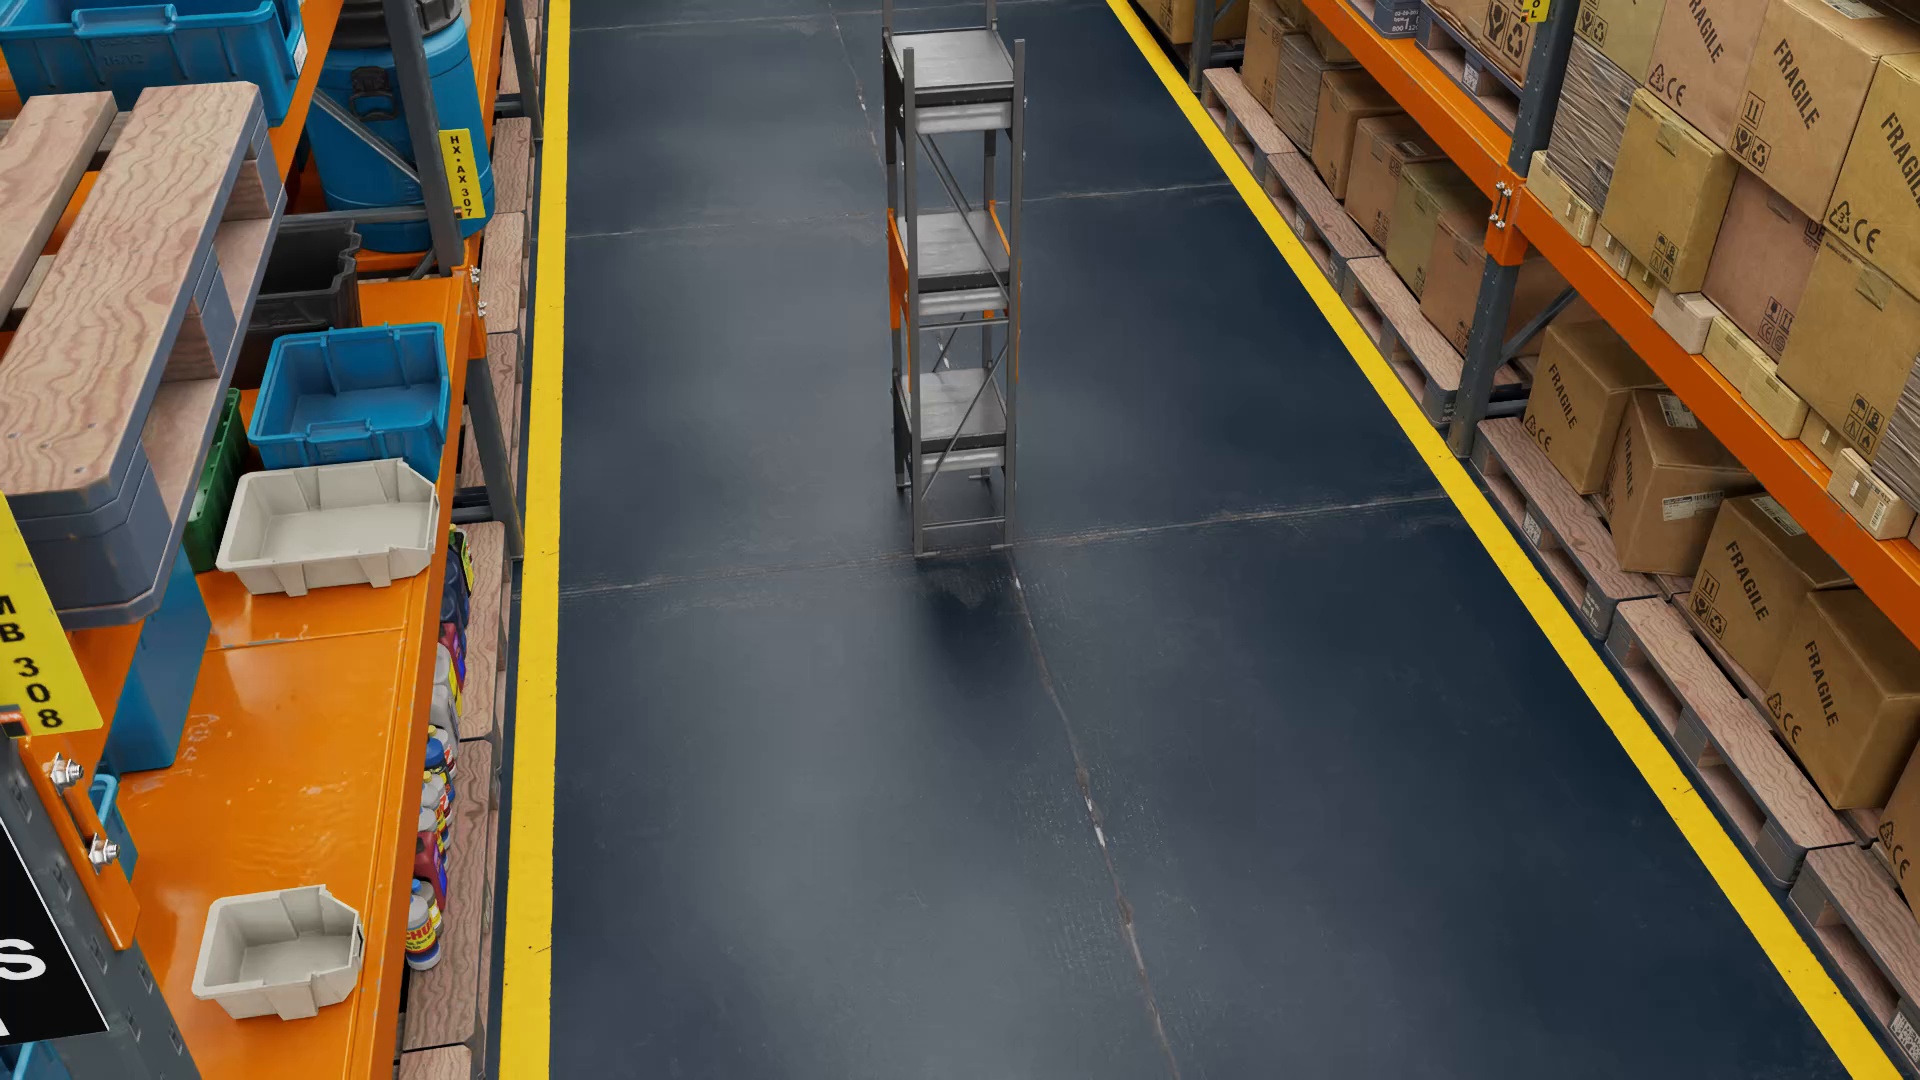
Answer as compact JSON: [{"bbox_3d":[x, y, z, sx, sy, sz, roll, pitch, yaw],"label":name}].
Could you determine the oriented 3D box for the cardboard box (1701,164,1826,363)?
[{"bbox_3d":[2.889,-0.901,5.141,0.875,0.500,0.500,-6,38,-8],"label":"cardboard box"}]

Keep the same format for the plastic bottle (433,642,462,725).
[{"bbox_3d":[-1.759,0.454,5.521,0.144,0.351,0.185,-6,38,-8],"label":"plastic bottle"}]

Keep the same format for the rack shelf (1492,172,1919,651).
[{"bbox_3d":[2.981,-0.128,5.056,1.077,0.370,4.000,-6,38,-8],"label":"rack shelf"}]

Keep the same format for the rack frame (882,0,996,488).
[{"bbox_3d":[-0.072,-1.077,6.424,0.400,2.100,0.015,-6,38,-8],"label":"rack frame"}]

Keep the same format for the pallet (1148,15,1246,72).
[{"bbox_3d":[1.865,-3.419,10.979,1.003,0.211,1.213,-6,38,-8],"label":"pallet"}]

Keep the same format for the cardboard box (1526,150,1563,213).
[{"bbox_3d":[2.372,-1.358,6.258,0.380,0.149,0.250,-6,38,-8],"label":"cardboard box"}]

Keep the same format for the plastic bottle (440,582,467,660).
[{"bbox_3d":[-1.815,0.259,5.772,0.144,0.351,0.185,-8,39,-10],"label":"plastic bottle"}]

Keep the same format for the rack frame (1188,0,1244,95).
[{"bbox_3d":[1.929,-4.036,9.500,1.000,3.000,0.127,-6,38,-8],"label":"rack frame"}]

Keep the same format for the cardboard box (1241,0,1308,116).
[{"bbox_3d":[2.067,-2.820,9.614,0.700,0.500,0.500,-8,39,-10],"label":"cardboard box"}]

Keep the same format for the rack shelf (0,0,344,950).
[{"bbox_3d":[-1.895,-0.780,3.450,1.077,0.370,4.000,-6,38,-8],"label":"rack shelf"}]

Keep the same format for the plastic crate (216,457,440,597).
[{"bbox_3d":[-1.711,-0.029,4.558,0.530,0.136,0.437,-6,38,-8],"label":"plastic crate"}]

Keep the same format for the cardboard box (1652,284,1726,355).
[{"bbox_3d":[2.531,-0.753,5.478,0.380,0.149,0.250,-6,38,-8],"label":"cardboard box"}]

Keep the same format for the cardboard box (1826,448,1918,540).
[{"bbox_3d":[2.712,-0.149,4.702,0.380,0.149,0.250,-6,38,-8],"label":"cardboard box"}]

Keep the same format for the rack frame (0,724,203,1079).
[{"bbox_3d":[-1.541,1.329,2.595,0.949,2.616,0.053,-6,38,-8],"label":"rack frame"}]

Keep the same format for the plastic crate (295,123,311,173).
[{"bbox_3d":[-2.745,-1.714,6.524,0.392,0.384,0.575,-6,38,-8],"label":"plastic crate"}]

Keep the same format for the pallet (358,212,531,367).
[{"bbox_3d":[-2.639,-1.194,8.115,1.003,0.211,1.213,-6,38,-8],"label":"pallet"}]

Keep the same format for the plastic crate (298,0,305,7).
[{"bbox_3d":[-1.566,-1.241,3.673,0.243,0.136,0.396,-6,38,-8],"label":"plastic crate"}]

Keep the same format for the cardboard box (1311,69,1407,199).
[{"bbox_3d":[2.283,-2.145,8.744,0.700,0.500,0.500,-3,38,-4],"label":"cardboard box"}]

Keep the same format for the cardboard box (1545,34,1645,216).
[{"bbox_3d":[2.649,-1.498,5.910,0.875,0.500,0.500,-6,38,-8],"label":"cardboard box"}]

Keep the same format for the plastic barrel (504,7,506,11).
[{"bbox_3d":[-3.247,-3.692,10.681,0.600,0.588,0.708,-6,38,-8],"label":"plastic barrel"}]

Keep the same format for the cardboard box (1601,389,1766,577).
[{"bbox_3d":[2.769,-0.207,6.267,0.500,0.500,0.500,5,38,7],"label":"cardboard box"}]

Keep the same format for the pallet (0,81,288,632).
[{"bbox_3d":[-1.593,-0.291,2.389,1.003,0.211,1.213,-6,38,-8],"label":"pallet"}]

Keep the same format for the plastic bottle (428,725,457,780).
[{"bbox_3d":[-1.686,0.680,5.352,0.097,0.201,0.097,0,38,0],"label":"plastic bottle"}]

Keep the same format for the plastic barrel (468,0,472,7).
[{"bbox_3d":[-2.482,-2.694,7.682,0.421,0.512,0.421,0,38,0],"label":"plastic barrel"}]

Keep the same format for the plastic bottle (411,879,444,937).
[{"bbox_3d":[-1.573,1.069,4.851,0.097,0.201,0.097,0,38,0],"label":"plastic bottle"}]

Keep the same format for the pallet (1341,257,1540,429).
[{"bbox_3d":[2.493,-0.989,7.851,1.003,0.211,1.213,-6,38,-8],"label":"pallet"}]

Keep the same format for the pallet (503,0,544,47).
[{"bbox_3d":[-3.337,-3.609,11.223,1.003,0.211,1.213,-6,38,-8],"label":"pallet"}]

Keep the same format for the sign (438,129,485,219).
[{"bbox_3d":[-1.702,-1.249,5.687,0.100,0.325,0.005,-6,38,-8],"label":"sign"}]

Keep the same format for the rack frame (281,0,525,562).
[{"bbox_3d":[-2.246,-1.087,5.704,1.000,3.000,0.127,-6,38,-8],"label":"rack frame"}]

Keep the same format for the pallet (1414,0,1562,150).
[{"bbox_3d":[2.640,-2.021,7.063,1.003,0.211,1.213,-6,38,-8],"label":"pallet"}]

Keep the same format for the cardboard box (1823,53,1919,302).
[{"bbox_3d":[2.734,-0.968,4.412,0.500,0.500,0.500,-6,38,-8],"label":"cardboard box"}]

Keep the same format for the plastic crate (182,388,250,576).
[{"bbox_3d":[-2.285,-0.153,4.675,0.450,0.188,0.662,-6,38,-8],"label":"plastic crate"}]

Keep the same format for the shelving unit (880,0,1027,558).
[{"bbox_3d":[-0.029,-0.929,6.235,0.431,2.100,0.503,-6,38,-8],"label":"shelving unit"}]

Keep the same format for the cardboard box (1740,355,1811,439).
[{"bbox_3d":[2.648,-0.454,5.094,0.380,0.149,0.250,-6,38,-8],"label":"cardboard box"}]

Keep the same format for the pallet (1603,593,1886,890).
[{"bbox_3d":[3.001,0.622,5.778,1.003,0.211,1.213,-6,38,-8],"label":"pallet"}]

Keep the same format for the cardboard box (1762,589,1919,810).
[{"bbox_3d":[3.009,0.501,5.355,0.500,0.500,0.500,-3,38,-4],"label":"cardboard box"}]

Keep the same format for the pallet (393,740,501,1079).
[{"bbox_3d":[-1.952,1.163,5.081,1.003,0.211,1.213,-6,38,-8],"label":"pallet"}]

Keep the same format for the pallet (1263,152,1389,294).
[{"bbox_3d":[2.276,-1.727,8.801,1.003,0.211,1.213,-6,38,-8],"label":"pallet"}]

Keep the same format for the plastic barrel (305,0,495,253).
[{"bbox_3d":[-2.015,-1.551,5.893,0.600,0.901,0.708,-6,38,-8],"label":"plastic barrel"}]

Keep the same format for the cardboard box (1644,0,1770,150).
[{"bbox_3d":[2.548,-1.571,5.188,0.500,0.500,0.500,-6,38,-8],"label":"cardboard box"}]

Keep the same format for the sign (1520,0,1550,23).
[{"bbox_3d":[2.085,-2.015,5.955,0.100,0.325,0.005,-6,38,-8],"label":"sign"}]

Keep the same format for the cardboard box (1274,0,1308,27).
[{"bbox_3d":[2.076,-3.117,9.385,0.500,0.250,0.500,-5,38,-6],"label":"cardboard box"}]

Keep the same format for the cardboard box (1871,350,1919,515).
[{"bbox_3d":[3.012,-0.292,4.356,0.875,0.500,0.500,-6,38,-8],"label":"cardboard box"}]

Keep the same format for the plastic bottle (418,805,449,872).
[{"bbox_3d":[-1.615,0.897,5.016,0.097,0.271,0.097,0,38,0],"label":"plastic bottle"}]

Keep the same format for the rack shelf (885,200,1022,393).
[{"bbox_3d":[-0.029,-0.918,6.243,0.431,0.518,0.480,-6,38,-8],"label":"rack shelf"}]

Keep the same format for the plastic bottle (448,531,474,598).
[{"bbox_3d":[-1.836,0.067,6.074,0.061,0.283,0.133,-4,38,-6],"label":"plastic bottle"}]

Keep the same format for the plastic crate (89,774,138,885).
[{"bbox_3d":[-2.035,0.725,3.493,0.499,0.251,0.408,-6,38,-8],"label":"plastic crate"}]

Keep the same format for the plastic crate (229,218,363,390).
[{"bbox_3d":[-2.279,-0.733,5.299,0.767,0.338,0.504,-6,38,-8],"label":"plastic crate"}]

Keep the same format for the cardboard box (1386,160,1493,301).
[{"bbox_3d":[2.479,-1.470,7.876,0.700,0.500,0.500,-6,38,-8],"label":"cardboard box"}]

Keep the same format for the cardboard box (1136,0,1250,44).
[{"bbox_3d":[1.829,-3.782,10.562,1.225,0.875,0.875,-8,39,-10],"label":"cardboard box"}]

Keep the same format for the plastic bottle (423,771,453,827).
[{"bbox_3d":[-1.650,0.804,5.192,0.097,0.201,0.097,0,38,0],"label":"plastic bottle"}]

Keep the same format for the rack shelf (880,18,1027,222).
[{"bbox_3d":[-0.029,-1.471,5.813,0.431,0.518,0.480,-6,38,-8],"label":"rack shelf"}]

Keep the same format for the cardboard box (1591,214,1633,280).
[{"bbox_3d":[2.474,-1.058,5.872,0.380,0.149,0.250,-6,38,-8],"label":"cardboard box"}]
